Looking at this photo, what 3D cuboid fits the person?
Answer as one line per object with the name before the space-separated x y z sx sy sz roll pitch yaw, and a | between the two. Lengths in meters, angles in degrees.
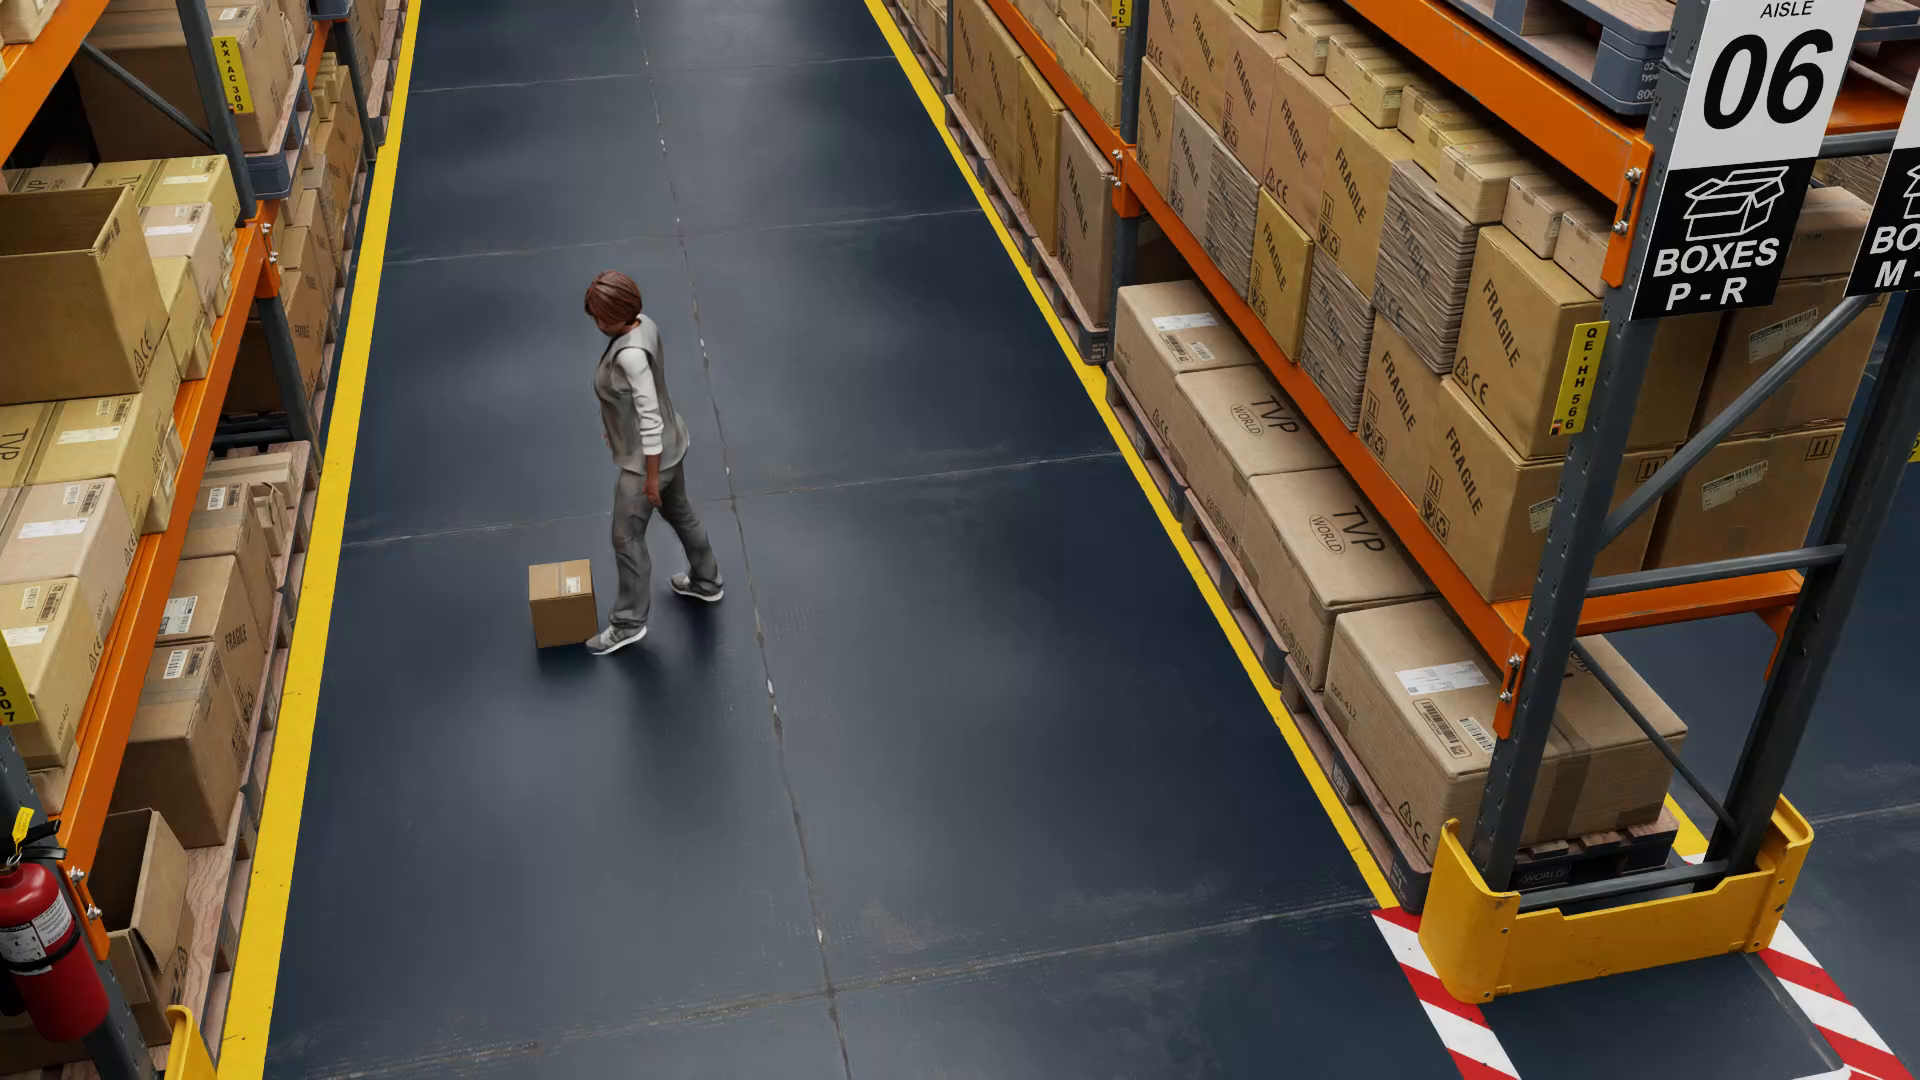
person | -1.276 -0.318 6.617 0.538 1.606 0.518 2 35 2
